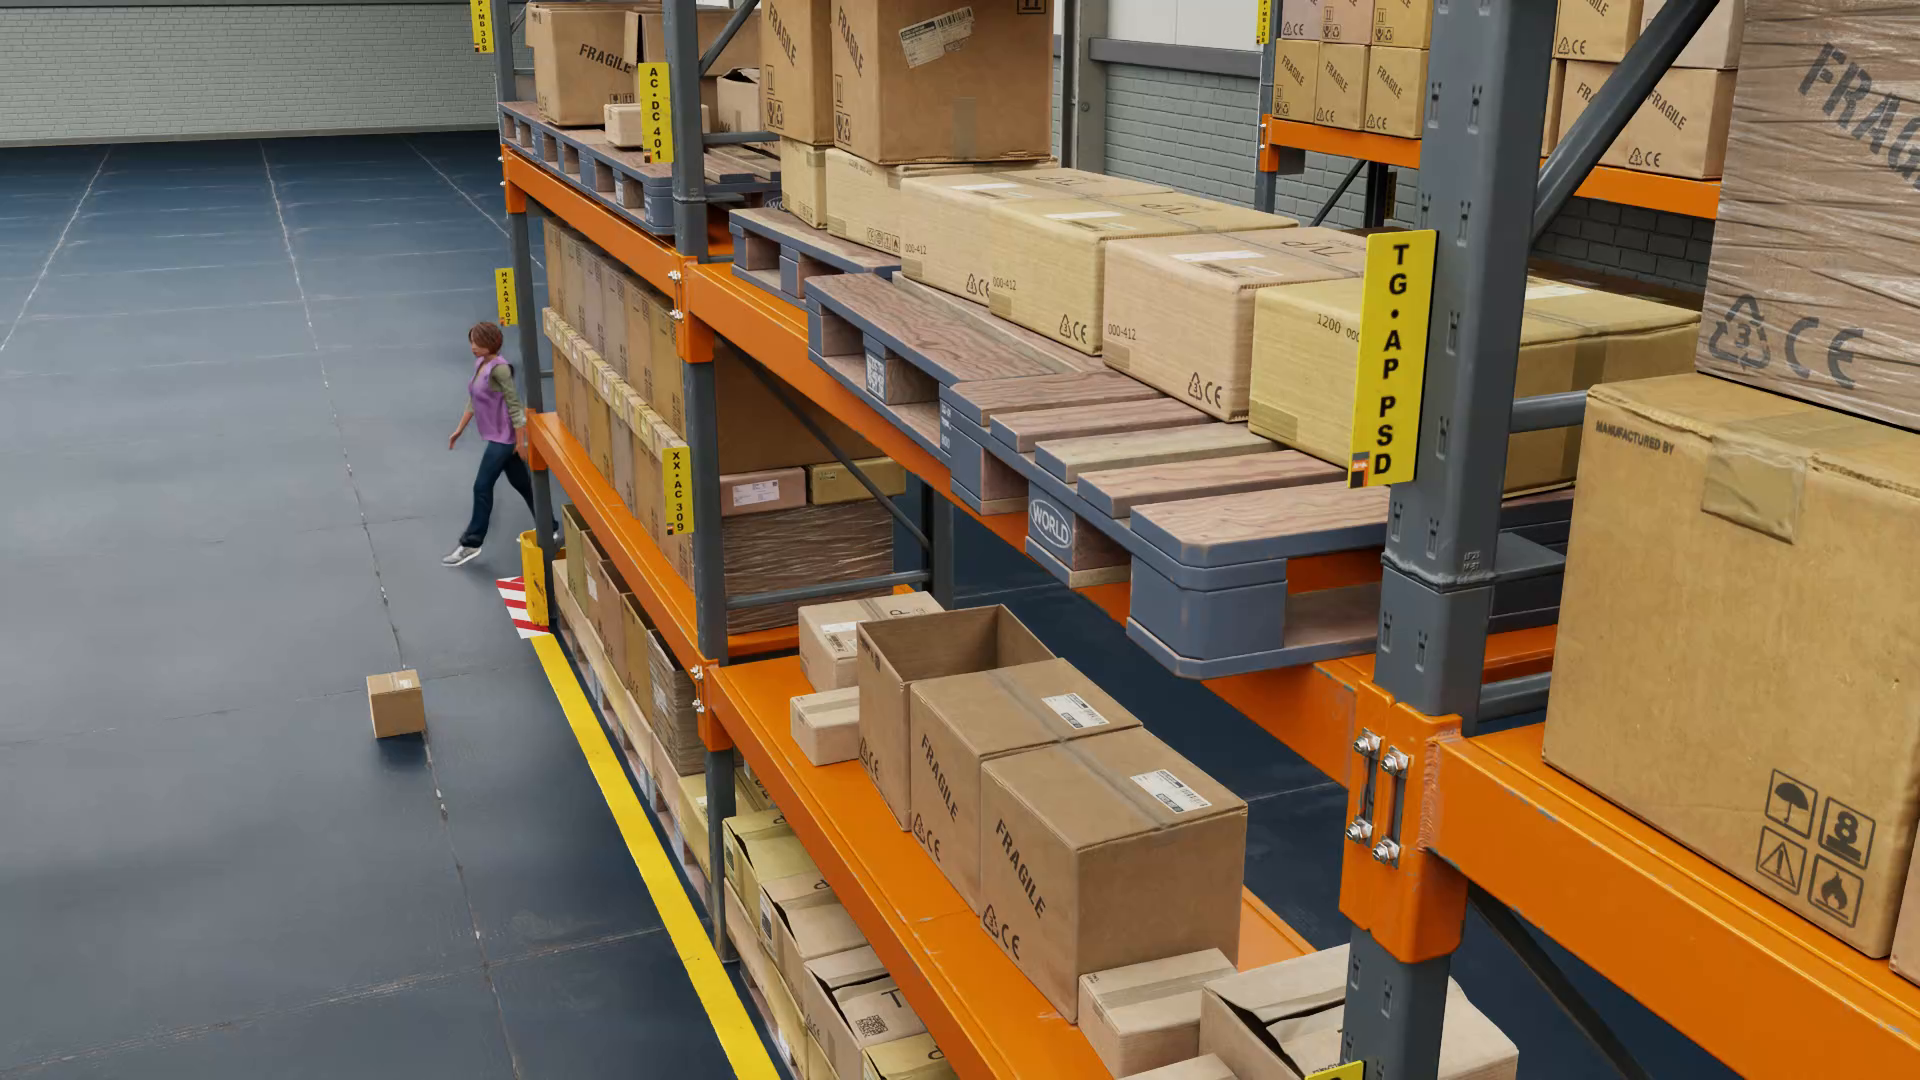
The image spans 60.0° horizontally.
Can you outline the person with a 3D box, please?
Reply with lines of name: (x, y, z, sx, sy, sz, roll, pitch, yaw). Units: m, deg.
person: (-3.088, -0.653, 10.946, 0.809, 1.590, 0.423, -9, 21, -25)
